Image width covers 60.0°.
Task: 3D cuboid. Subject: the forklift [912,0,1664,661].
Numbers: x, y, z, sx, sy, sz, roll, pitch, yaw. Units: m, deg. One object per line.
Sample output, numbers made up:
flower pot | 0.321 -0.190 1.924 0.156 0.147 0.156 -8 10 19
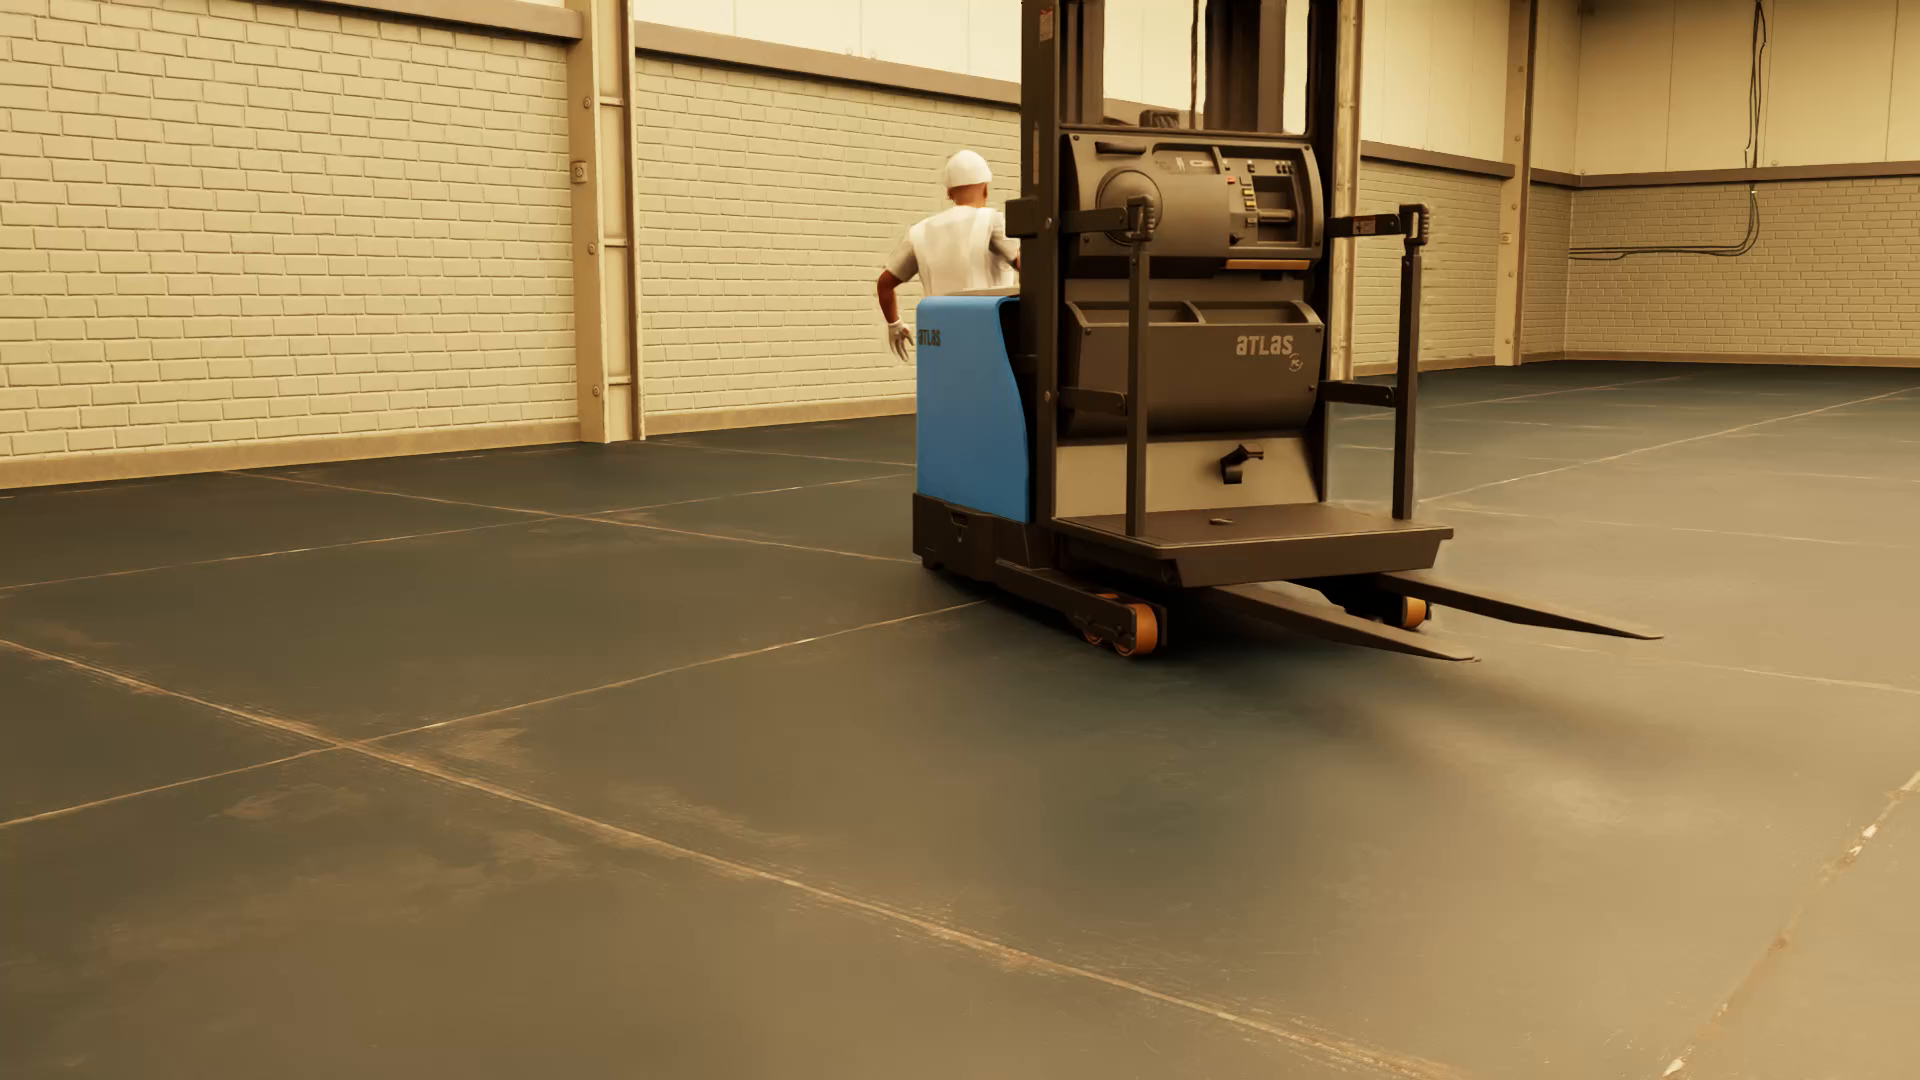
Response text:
forklift | 0.870 -1.168 5.266 1.130 2.935 3.031 -4 9 -24

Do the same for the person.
person | 0.121 -0.870 7.553 0.961 1.749 0.625 5 10 32
